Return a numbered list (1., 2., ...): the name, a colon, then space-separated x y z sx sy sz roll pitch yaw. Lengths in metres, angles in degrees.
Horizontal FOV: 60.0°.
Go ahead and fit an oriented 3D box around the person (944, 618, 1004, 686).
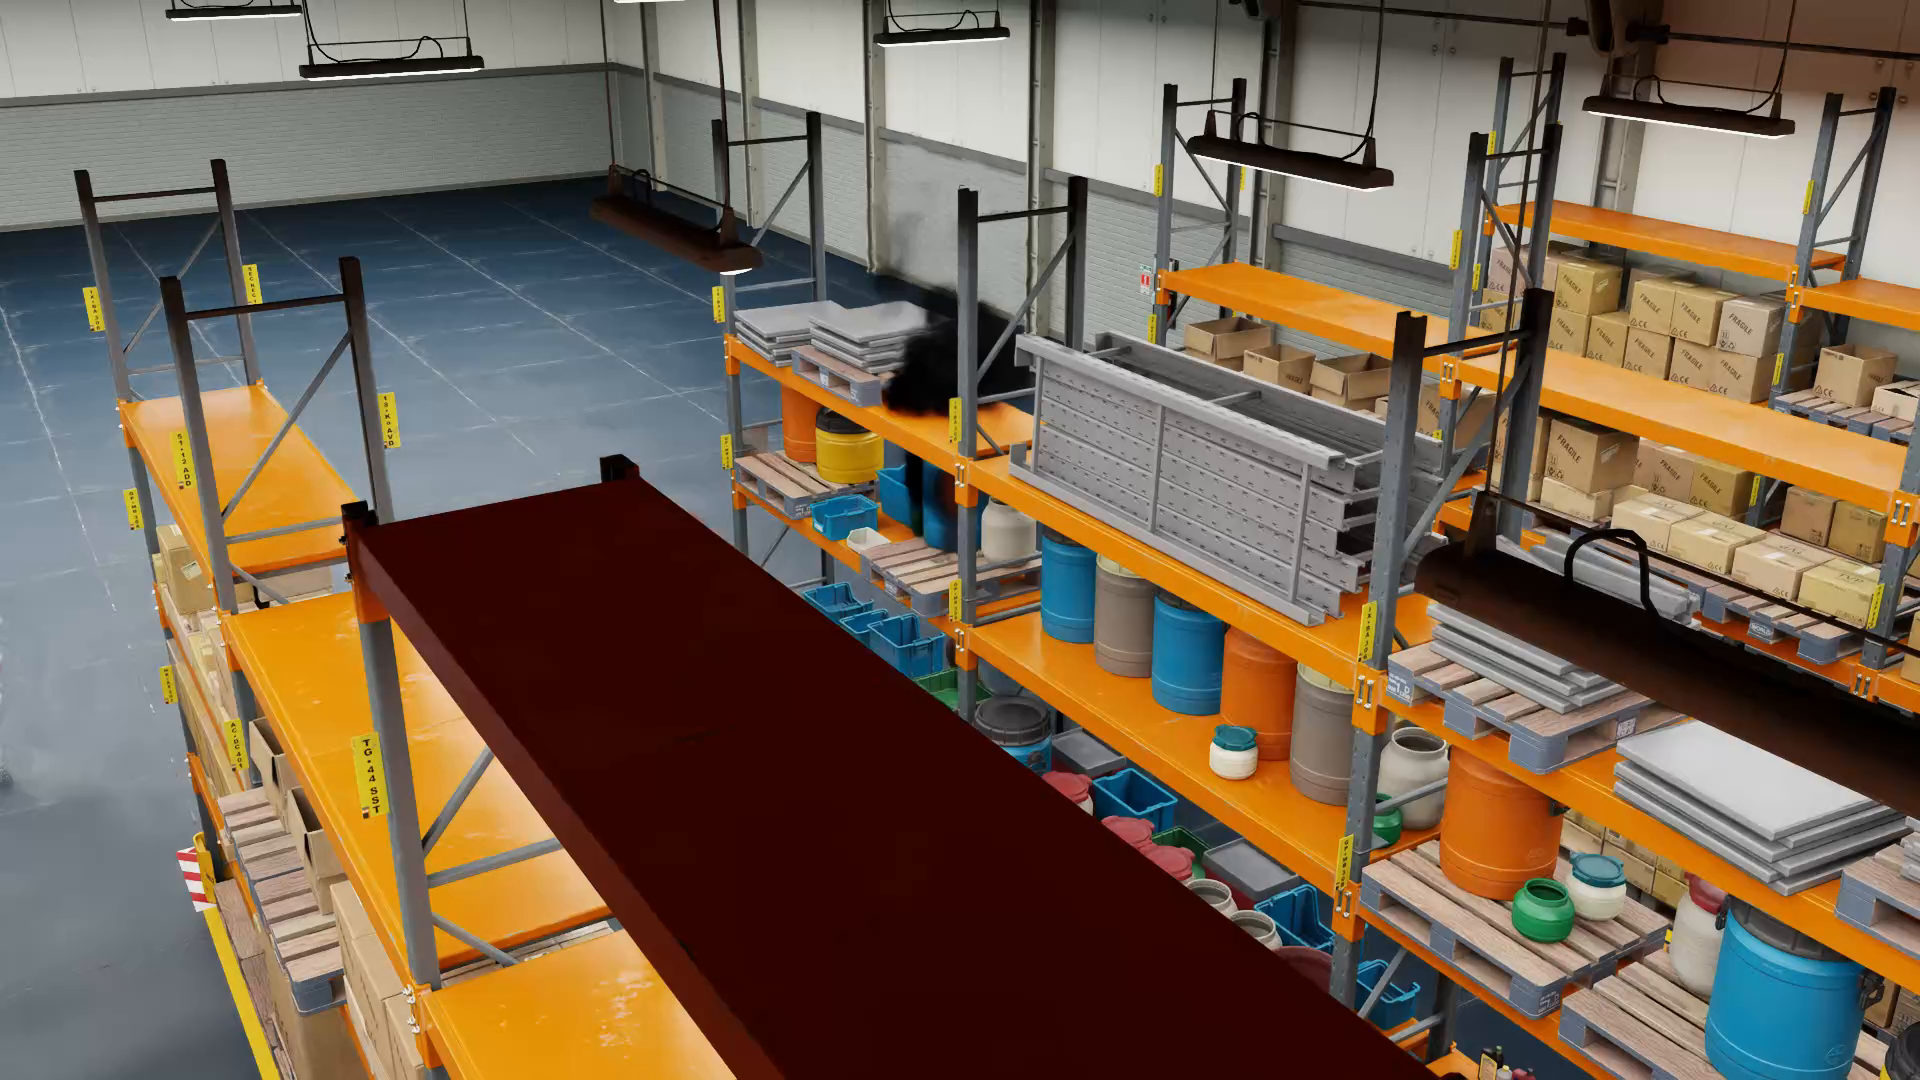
1. person: 0.089 0.949 16.738 0.702 1.746 0.629 -16 27 -34
